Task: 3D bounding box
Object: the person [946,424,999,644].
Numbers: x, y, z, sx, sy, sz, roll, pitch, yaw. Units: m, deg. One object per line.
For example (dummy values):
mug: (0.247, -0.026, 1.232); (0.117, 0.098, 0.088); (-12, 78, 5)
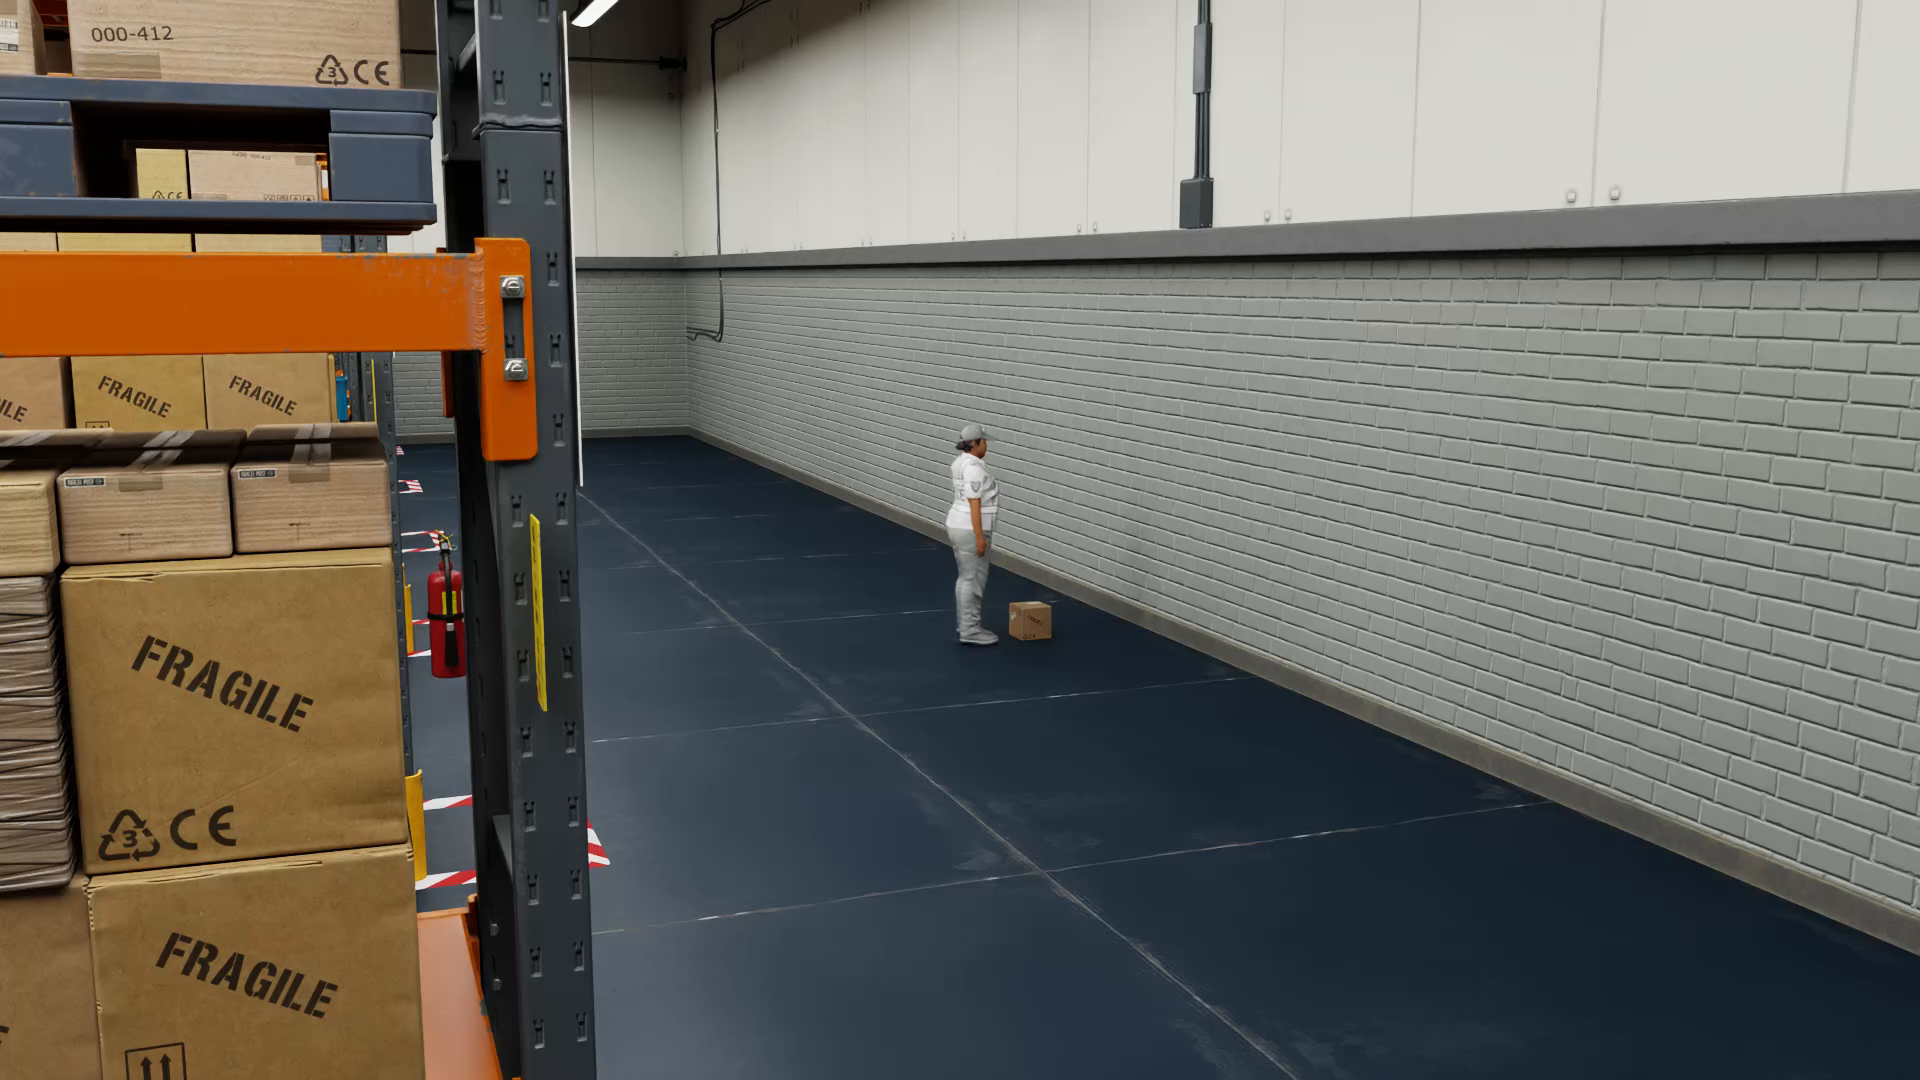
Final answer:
person: (0.096, -0.048, 12.646); (0.394, 1.672, 0.547); (-2, 9, -13)
